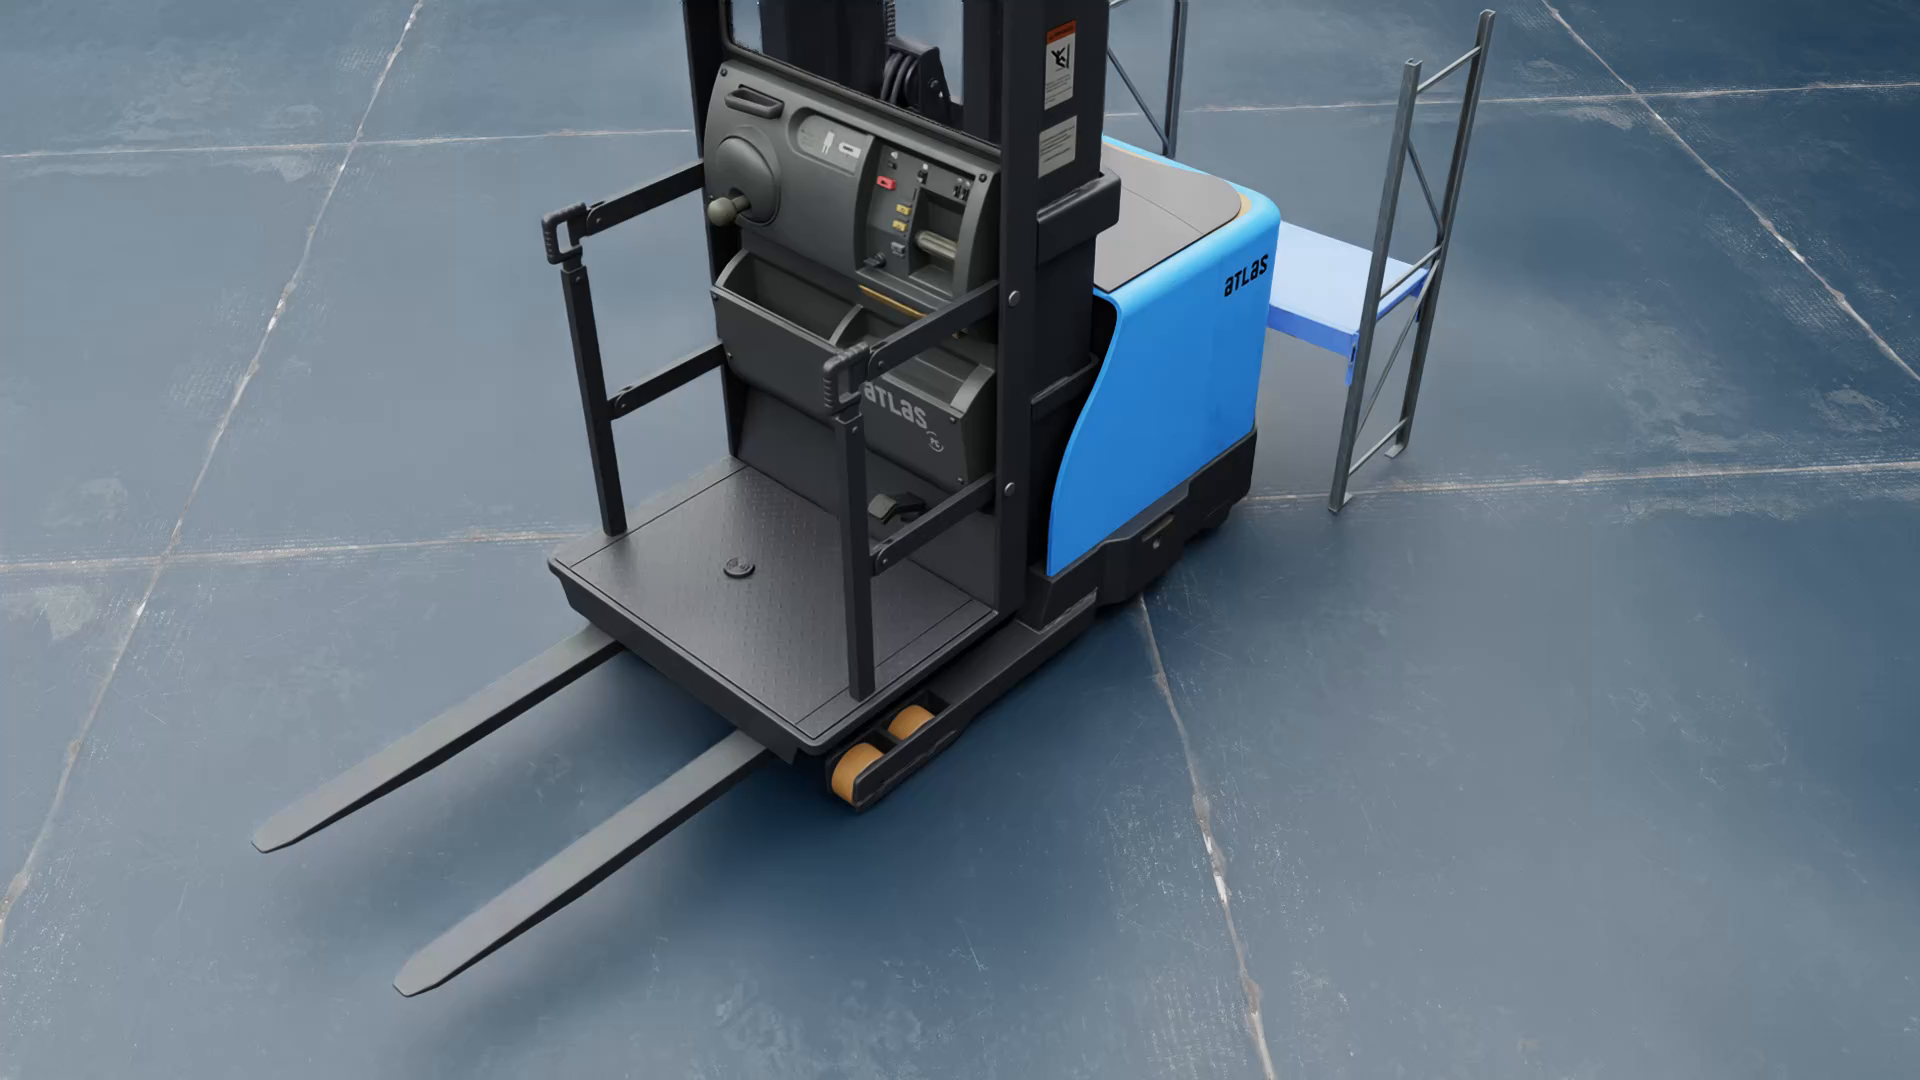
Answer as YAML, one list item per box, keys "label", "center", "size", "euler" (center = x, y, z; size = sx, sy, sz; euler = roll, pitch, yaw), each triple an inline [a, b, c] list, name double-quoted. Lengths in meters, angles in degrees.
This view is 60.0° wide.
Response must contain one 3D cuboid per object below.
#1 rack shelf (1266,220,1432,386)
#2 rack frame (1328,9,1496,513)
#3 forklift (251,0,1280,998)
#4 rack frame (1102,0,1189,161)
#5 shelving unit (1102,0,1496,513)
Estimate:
- label: "rack shelf"
  center: [0.964, -0.859, 5.418]
  size: [1.000, 0.185, 0.538]
  euler: [27, 45, 30]
- label: "rack frame"
  center: [1.358, -0.801, 5.055]
  size: [0.032, 1.500, 0.500]
  euler: [27, 45, 30]
- label: "forklift"
  center: [-0.431, -0.809, 3.909]
  size: [1.130, 2.935, 3.031]
  euler: [30, 47, 32]
- label: "rack frame"
  center: [0.569, -1.199, 5.558]
  size: [0.032, 1.500, 0.500]
  euler: [27, 45, 30]
- label: "shelving unit"
  center: [0.964, -1.000, 5.307]
  size: [1.048, 1.500, 0.538]
  euler: [27, 45, 30]
